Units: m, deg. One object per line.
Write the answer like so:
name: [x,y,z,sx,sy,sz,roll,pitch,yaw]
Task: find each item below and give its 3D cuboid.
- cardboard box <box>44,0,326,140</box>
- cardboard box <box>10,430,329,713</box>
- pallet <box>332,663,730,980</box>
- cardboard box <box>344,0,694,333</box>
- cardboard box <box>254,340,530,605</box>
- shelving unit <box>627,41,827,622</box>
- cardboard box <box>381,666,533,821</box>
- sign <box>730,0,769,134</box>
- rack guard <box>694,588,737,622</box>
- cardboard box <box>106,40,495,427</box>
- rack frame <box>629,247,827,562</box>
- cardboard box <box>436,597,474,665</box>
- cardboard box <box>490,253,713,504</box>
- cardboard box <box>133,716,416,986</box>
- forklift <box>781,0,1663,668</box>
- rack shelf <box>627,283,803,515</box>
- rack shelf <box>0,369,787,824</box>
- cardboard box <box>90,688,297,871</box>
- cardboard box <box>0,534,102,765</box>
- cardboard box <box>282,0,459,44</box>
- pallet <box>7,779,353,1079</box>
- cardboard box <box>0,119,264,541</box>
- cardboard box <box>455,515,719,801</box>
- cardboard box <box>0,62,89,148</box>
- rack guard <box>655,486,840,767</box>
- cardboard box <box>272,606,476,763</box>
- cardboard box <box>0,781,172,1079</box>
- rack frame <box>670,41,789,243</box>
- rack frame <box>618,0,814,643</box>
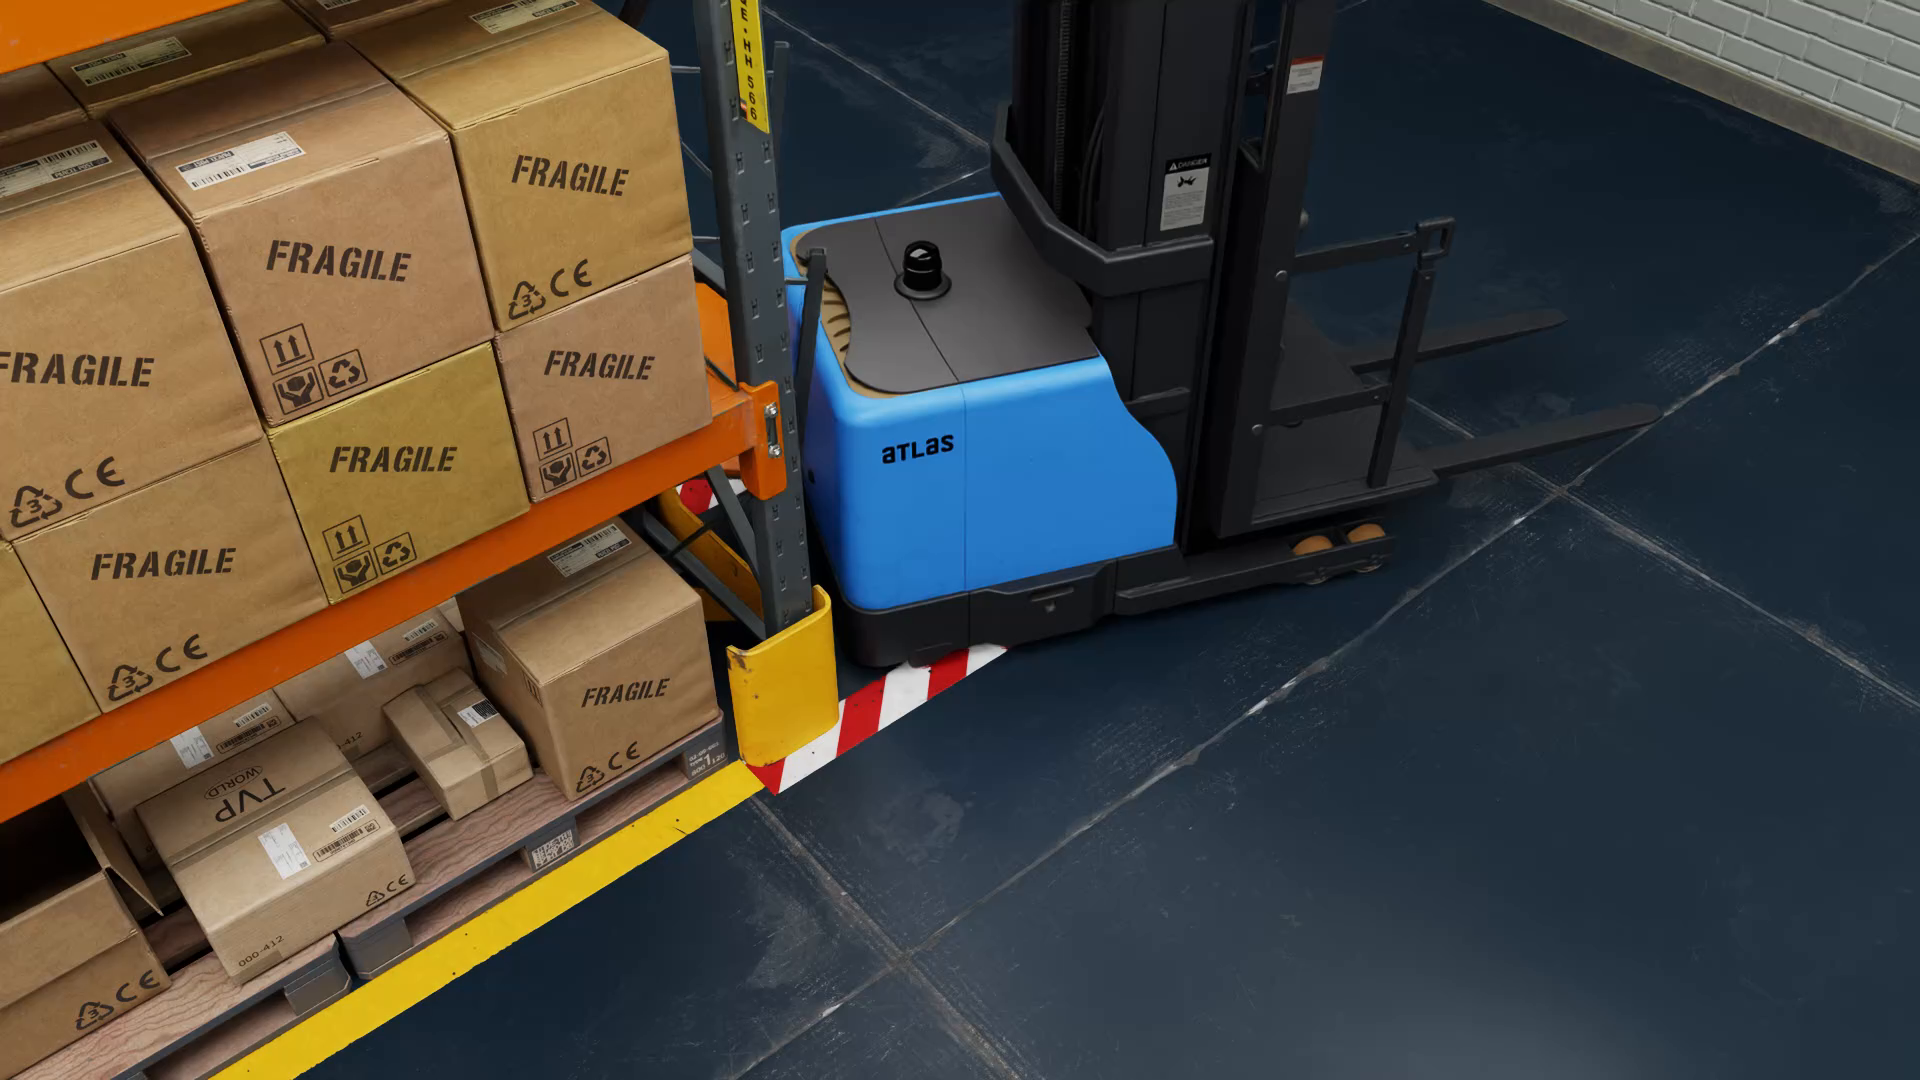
cardboard box: [-1.701,-0.916,3.730,0.500,0.500,0.500,-29,51,-27]
cardboard box: [-1.746,-0.056,3.545,0.500,0.500,0.500,-29,51,-28]
pallet: [-1.465,0.596,4.962,1.213,0.211,1.003,-30,51,-28]
cardboard box: [-0.961,-0.866,3.677,0.500,0.500,0.500,-30,51,-28]
cardboard box: [-1.360,-0.272,3.775,0.500,0.500,0.500,-29,51,-28]
shelving unit: [-0.803,-0.637,5.245,0.587,1.500,1.083,-1,48,-13]
cardboard box: [-1.423,0.567,4.704,0.250,0.166,0.380,-30,51,-28]
sign: [-0.455,-1.042,3.591,0.005,0.325,0.100,-30,51,-28]
rack guard: [-0.820,0.152,5.366,0.587,0.250,0.087,-1,48,-13]
cardboard box: [-1.348,-0.643,3.441,0.500,0.500,0.500,-28,50,-27]
rack frame: [-0.717,-0.257,4.904,0.500,1.500,0.032,-1,48,-13]
cardboard box: [-1.529,0.181,5.114,0.250,0.166,0.380,-30,51,-28]
cardboard box: [-0.965,-0.501,4.020,0.500,0.500,0.500,-28,50,-27]
cardboard box: [-1.803,0.807,4.387,0.500,0.250,0.500,-30,51,-28]
forklift: [0.953,-1.253,4.944,3.031,2.935,1.130,-12,45,-13]
rack shelf: [-0.830,-0.509,5.368,0.538,0.185,1.000,-1,48,-13]
rack shelf: [-2.330,0.336,3.727,4.000,0.370,1.077,-30,51,-28]
cardboard box: [-2.162,0.566,4.643,0.500,0.250,0.500,-30,51,-28]
cardboard box: [-2.133,0.166,3.309,0.500,0.500,0.500,-31,51,-28]
cardboard box: [-1.305,-1.149,3.979,0.500,0.500,0.500,-28,50,-27]
pallet: [-2.400,1.129,4.394,1.213,0.211,1.003,-30,51,-28]
cardboard box: [-1.742,-0.413,3.195,0.500,0.500,0.500,-28,50,-27]
cardboard box: [-1.055,0.314,4.729,0.500,0.500,0.500,-30,51,-28]
cardboard box: [-2.088,-0.698,3.499,0.500,0.500,0.500,-29,50,-27]
rack guard: [-0.854,0.140,5.236,0.348,0.500,1.175,-30,51,-28]
cardboard box: [-1.778,0.347,4.877,0.500,0.250,0.500,-30,51,-28]
cardboard box: [-2.426,0.874,4.131,0.637,0.503,0.797,-30,51,-28]
rack frame: [-0.886,-1.004,5.573,0.500,1.500,0.032,-1,48,-13]
rack frame: [-0.796,-0.805,4.416,0.127,3.000,1.000,-30,51,-28]
